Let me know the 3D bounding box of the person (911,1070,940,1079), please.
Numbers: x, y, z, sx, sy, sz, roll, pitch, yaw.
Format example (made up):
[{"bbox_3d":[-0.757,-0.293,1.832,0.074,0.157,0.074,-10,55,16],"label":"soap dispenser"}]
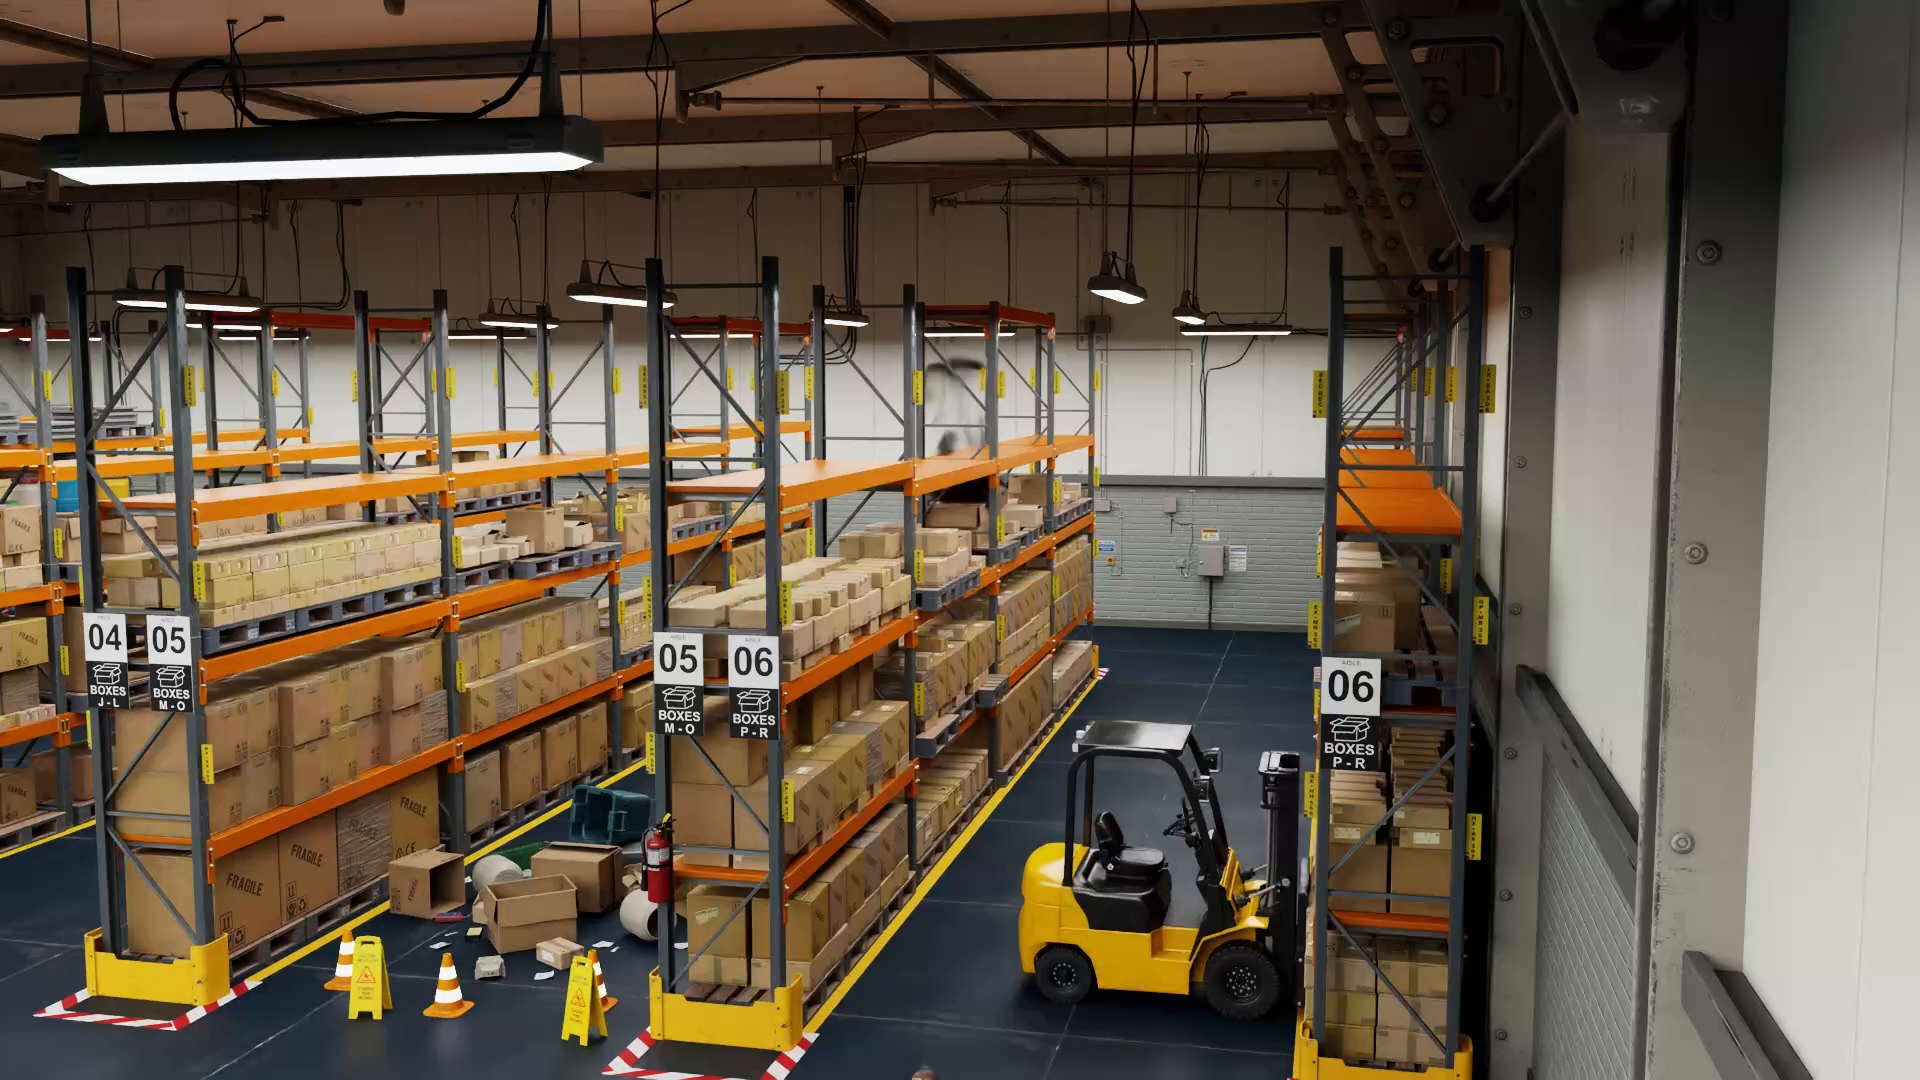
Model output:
[{"bbox_3d":[-0.238,3.507,8.452,0.884,1.737,0.697,1,6,9],"label":"person"}]
